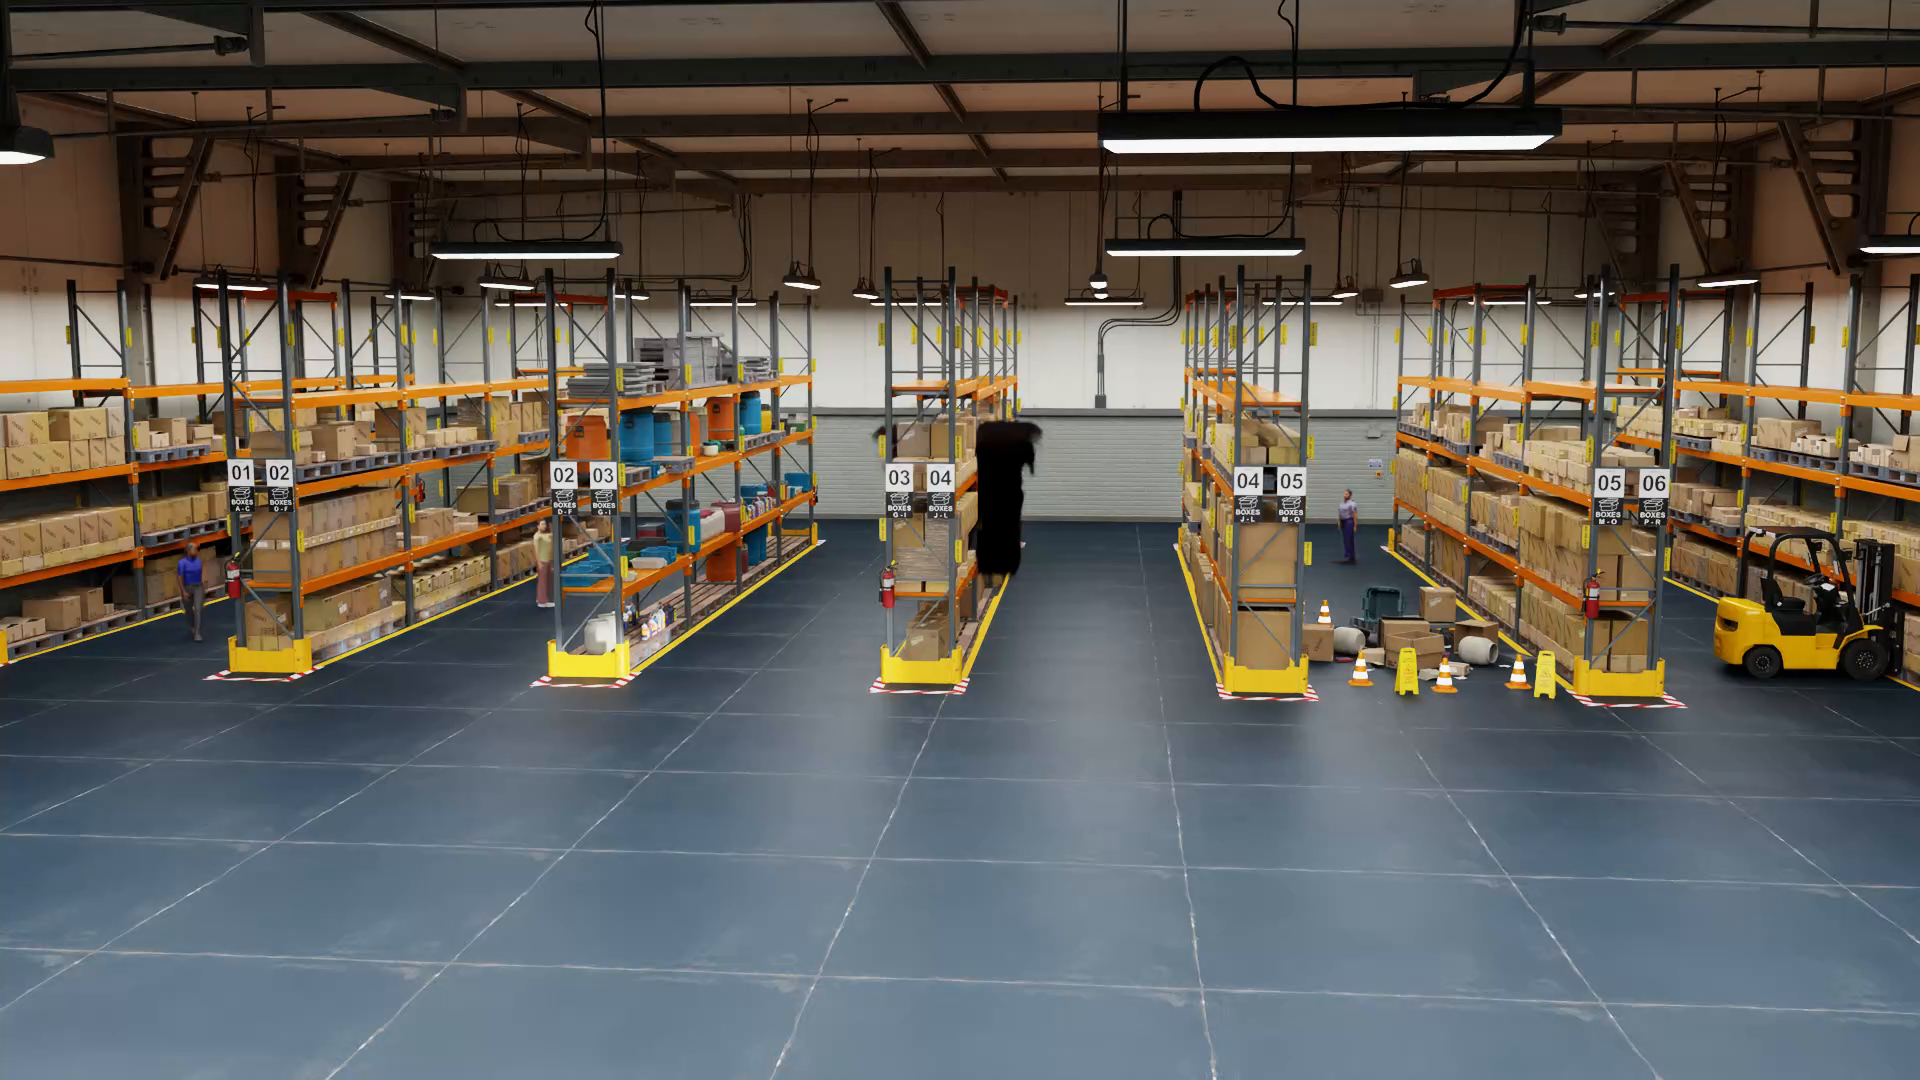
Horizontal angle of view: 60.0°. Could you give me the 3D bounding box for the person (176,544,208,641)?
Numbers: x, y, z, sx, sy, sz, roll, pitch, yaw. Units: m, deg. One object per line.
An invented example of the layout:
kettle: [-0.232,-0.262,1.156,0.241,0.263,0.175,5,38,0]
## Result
person: [-12.772,0.856,27.670,0.435,1.601,0.757,-2,7,-16]

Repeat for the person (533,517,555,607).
person: [-7.737,0.427,30.958,0.371,1.709,0.492,0,7,4]

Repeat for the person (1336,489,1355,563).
person: [8.637,-0.317,37.252,0.394,1.653,0.576,0,7,1]
